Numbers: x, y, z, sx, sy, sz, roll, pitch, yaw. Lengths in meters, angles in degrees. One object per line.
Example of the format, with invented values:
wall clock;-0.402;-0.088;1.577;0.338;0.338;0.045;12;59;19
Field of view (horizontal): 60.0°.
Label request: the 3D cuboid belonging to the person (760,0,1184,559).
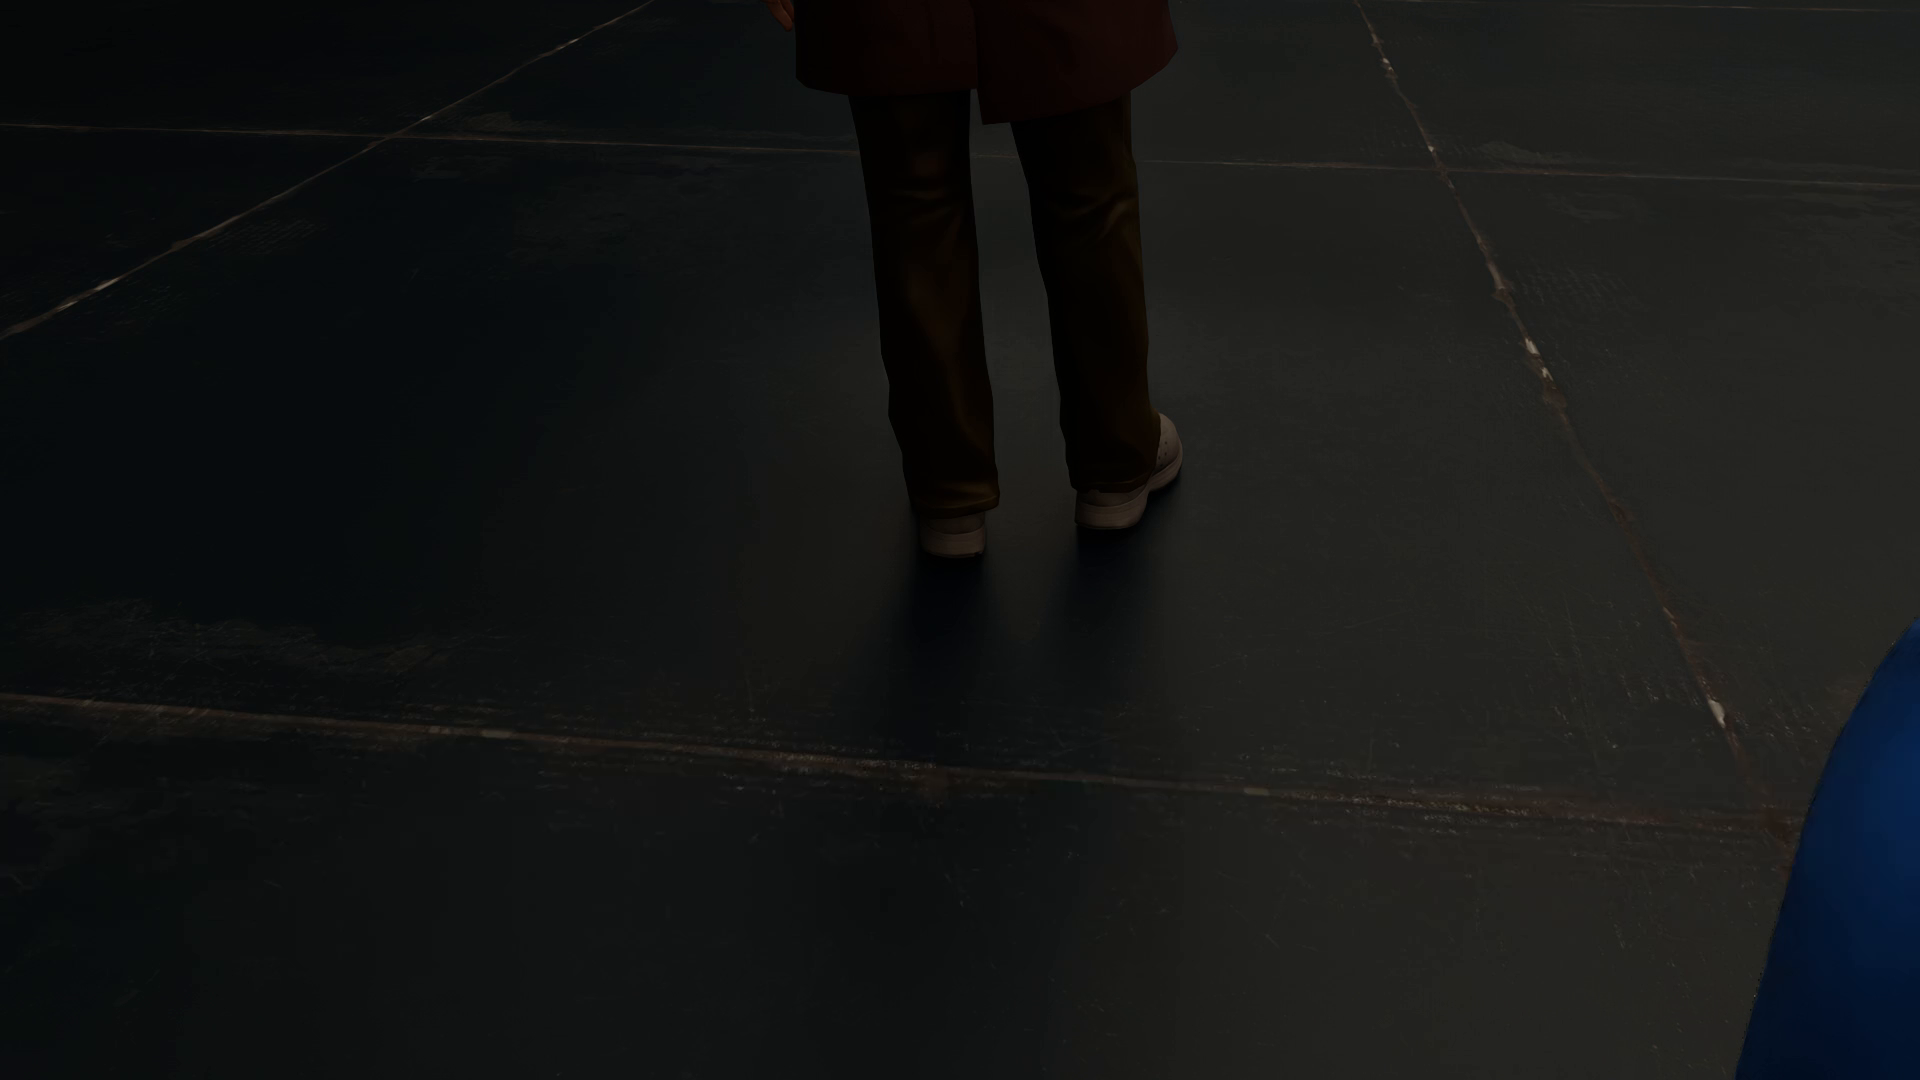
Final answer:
person;0.017;-0.842;2.180;0.696;1.776;0.582;3;27;7
